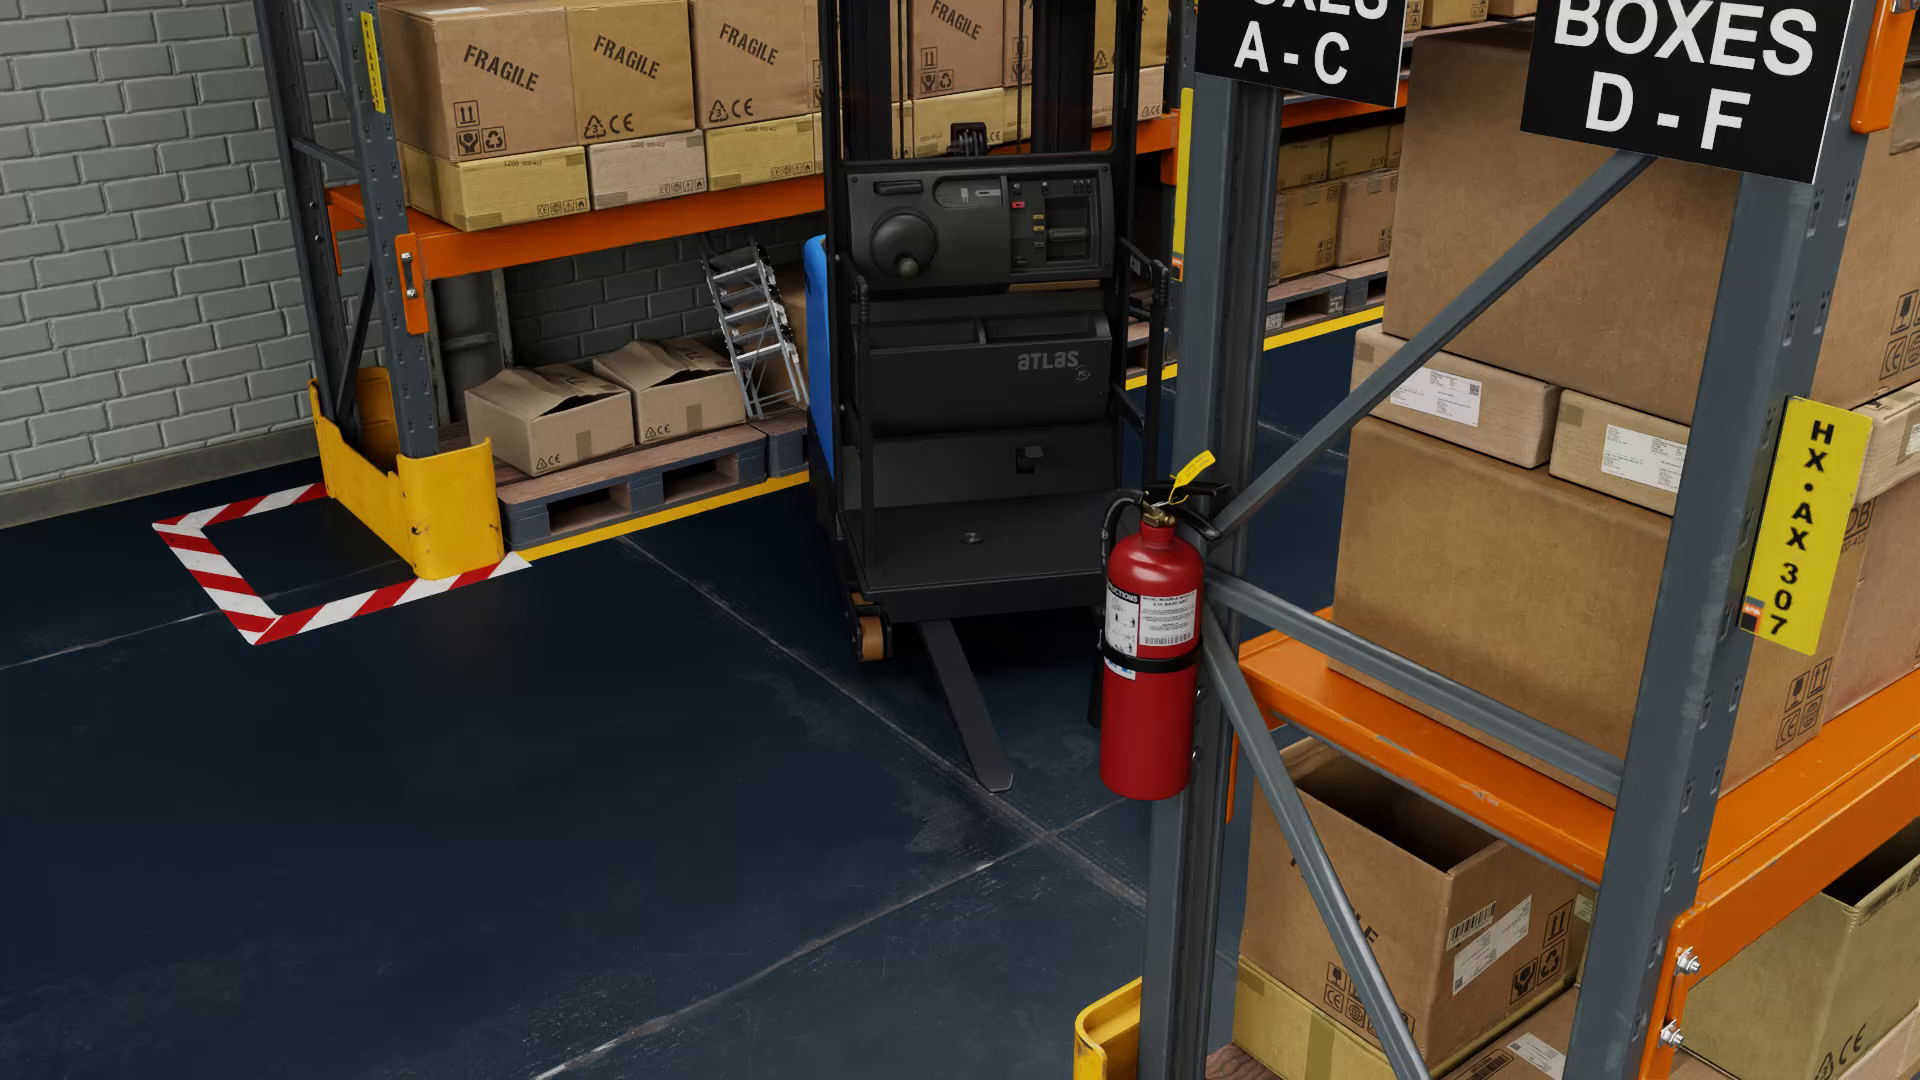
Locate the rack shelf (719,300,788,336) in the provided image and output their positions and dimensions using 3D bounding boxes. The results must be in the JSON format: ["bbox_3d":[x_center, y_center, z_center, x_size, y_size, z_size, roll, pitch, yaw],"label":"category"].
[{"bbox_3d":[-0.899,-0.958,7.240,0.258,0.077,0.200,-17,-1,6],"label":"rack shelf"}]

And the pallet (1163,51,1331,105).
[{"bbox_3d":[1.504,-2.514,8.833,1.213,0.211,1.003,-18,31,-34],"label":"pallet"}]

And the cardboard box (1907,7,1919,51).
[{"bbox_3d":[1.552,-0.675,2.981,0.500,0.500,0.700,-19,31,-35],"label":"cardboard box"}]

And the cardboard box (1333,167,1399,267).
[{"bbox_3d":[2.184,-1.984,9.908,0.500,0.500,0.700,-18,30,-33],"label":"cardboard box"}]

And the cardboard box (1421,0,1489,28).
[{"bbox_3d":[2.630,-3.279,9.610,0.500,0.500,0.700,-18,31,-34],"label":"cardboard box"}]

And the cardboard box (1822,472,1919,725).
[{"bbox_3d":[1.511,-0.072,3.224,0.500,0.500,0.700,-17,30,-33],"label":"cardboard box"}]

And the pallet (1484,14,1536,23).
[{"bbox_3d":[3.466,-3.183,10.273,1.003,0.211,1.213,-18,31,-34],"label":"pallet"}]

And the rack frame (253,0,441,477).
[{"bbox_3d":[-2.335,-1.412,6.229,0.127,3.000,1.000,-18,31,-34],"label":"rack frame"}]

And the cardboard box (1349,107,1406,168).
[{"bbox_3d":[2.537,-2.429,9.977,0.500,0.250,0.500,-18,31,-34],"label":"cardboard box"}]

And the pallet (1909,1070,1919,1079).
[{"bbox_3d":[2.260,0.965,4.420,1.213,0.211,1.003,-18,31,-34],"label":"pallet"}]

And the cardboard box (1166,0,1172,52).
[{"bbox_3d":[1.235,-2.817,8.615,0.500,0.500,0.700,-18,30,-34],"label":"cardboard box"}]

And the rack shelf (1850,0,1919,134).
[{"bbox_3d":[2.299,-1.326,3.335,4.000,0.370,1.077,-18,31,-34],"label":"rack shelf"}]

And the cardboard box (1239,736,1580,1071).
[{"bbox_3d":[0.963,0.707,3.541,0.500,0.500,0.500,-18,31,-34],"label":"cardboard box"}]

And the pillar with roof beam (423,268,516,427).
[{"bbox_3d":[0.339,-3.176,2.903,0.400,9.000,9.100,-18,31,-34],"label":"pillar with roof beam"}]

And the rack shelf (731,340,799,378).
[{"bbox_3d":[-0.847,-0.786,7.237,0.258,0.077,0.200,-17,-1,6],"label":"rack shelf"}]

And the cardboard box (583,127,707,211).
[{"bbox_3d":[-1.355,-1.514,6.604,0.500,0.250,0.500,-19,31,-36],"label":"cardboard box"}]

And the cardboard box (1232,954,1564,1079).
[{"bbox_3d":[0.965,1.048,3.697,0.500,0.250,0.500,-18,31,-34],"label":"cardboard box"}]

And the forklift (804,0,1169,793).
[{"bbox_3d":[0.121,-1.069,5.573,1.130,2.935,3.031,-5,25,-10],"label":"forklift"}]

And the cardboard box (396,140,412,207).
[{"bbox_3d":[-2.086,-1.539,6.657,0.500,0.250,0.500,-18,30,-33],"label":"cardboard box"}]

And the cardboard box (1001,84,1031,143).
[{"bbox_3d":[0.230,-2.042,7.741,0.500,0.250,0.500,-18,30,-34],"label":"cardboard box"}]

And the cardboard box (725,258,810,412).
[{"bbox_3d":[-0.678,-0.950,7.680,0.500,0.500,0.700,-21,32,-37],"label":"cardboard box"}]

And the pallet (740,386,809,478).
[{"bbox_3d":[-0.654,-0.681,7.968,1.213,0.211,1.003,-18,31,-34],"label":"pallet"}]

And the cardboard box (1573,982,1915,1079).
[{"bbox_3d":[1.675,1.088,3.610,0.500,0.250,0.500,-18,31,-34],"label":"cardboard box"}]

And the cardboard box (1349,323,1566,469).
[{"bbox_3d":[0.908,-0.274,2.888,0.250,0.149,0.380,-19,31,-35],"label":"cardboard box"}]

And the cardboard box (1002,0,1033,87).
[{"bbox_3d":[0.243,-2.376,7.569,0.500,0.500,0.500,-18,31,-34],"label":"cardboard box"}]

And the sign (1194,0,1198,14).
[{"bbox_3d":[1.154,-2.666,7.903,0.005,0.325,0.100,-18,31,-34],"label":"sign"}]

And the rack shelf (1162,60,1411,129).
[{"bbox_3d":[2.387,-2.644,9.739,4.000,0.370,1.077,-18,31,-34],"label":"rack shelf"}]

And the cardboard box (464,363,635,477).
[{"bbox_3d":[-1.735,-0.542,7.026,0.500,0.311,0.500,-23,33,-40],"label":"cardboard box"}]

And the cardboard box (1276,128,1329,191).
[{"bbox_3d":[1.726,-2.169,9.417,0.500,0.250,0.500,-19,31,-35],"label":"cardboard box"}]

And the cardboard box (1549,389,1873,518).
[{"bbox_3d":[1.167,-0.142,2.604,0.250,0.149,0.380,-19,31,-34],"label":"cardboard box"}]

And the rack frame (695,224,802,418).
[{"bbox_3d":[-0.919,-0.989,7.140,0.240,0.900,0.006,-17,-1,6],"label":"rack frame"}]

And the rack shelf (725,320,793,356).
[{"bbox_3d":[-0.873,-0.872,7.239,0.258,0.077,0.200,-17,-1,6],"label":"rack shelf"}]

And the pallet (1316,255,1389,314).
[{"bbox_3d":[2.385,-1.708,10.179,1.213,0.211,1.003,-18,31,-34],"label":"pallet"}]

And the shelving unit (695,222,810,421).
[{"bbox_3d":[-0.908,-0.990,7.241,0.258,0.900,0.210,-17,-1,6],"label":"shelving unit"}]

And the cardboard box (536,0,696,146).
[{"bbox_3d":[-1.378,-1.843,6.421,0.500,0.500,0.500,-18,30,-34],"label":"cardboard box"}]

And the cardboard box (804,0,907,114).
[{"bbox_3d":[-0.569,-2.113,7.003,0.500,0.500,0.500,-17,30,-32],"label":"cardboard box"}]

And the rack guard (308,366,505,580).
[{"bbox_3d":[-2.275,-0.298,6.798,0.348,0.500,1.175,-18,31,-34],"label":"rack guard"}]

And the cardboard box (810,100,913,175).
[{"bbox_3d":[-0.551,-1.775,7.166,0.500,0.250,0.500,-18,30,-34],"label":"cardboard box"}]

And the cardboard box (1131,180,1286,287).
[{"bbox_3d":[1.382,-1.714,9.326,0.500,0.500,0.700,-17,30,-32],"label":"cardboard box"}]

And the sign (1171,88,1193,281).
[{"bbox_3d":[0.401,-0.588,2.797,0.005,0.325,0.100,-18,31,-34],"label":"sign"}]

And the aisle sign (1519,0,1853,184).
[{"bbox_3d":[0.862,-0.833,1.893,0.004,0.787,0.394,-18,31,-34],"label":"aisle sign"}]

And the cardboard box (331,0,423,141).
[{"bbox_3d":[-2.095,-1.886,6.514,0.500,0.500,0.500,-19,31,-35],"label":"cardboard box"}]
